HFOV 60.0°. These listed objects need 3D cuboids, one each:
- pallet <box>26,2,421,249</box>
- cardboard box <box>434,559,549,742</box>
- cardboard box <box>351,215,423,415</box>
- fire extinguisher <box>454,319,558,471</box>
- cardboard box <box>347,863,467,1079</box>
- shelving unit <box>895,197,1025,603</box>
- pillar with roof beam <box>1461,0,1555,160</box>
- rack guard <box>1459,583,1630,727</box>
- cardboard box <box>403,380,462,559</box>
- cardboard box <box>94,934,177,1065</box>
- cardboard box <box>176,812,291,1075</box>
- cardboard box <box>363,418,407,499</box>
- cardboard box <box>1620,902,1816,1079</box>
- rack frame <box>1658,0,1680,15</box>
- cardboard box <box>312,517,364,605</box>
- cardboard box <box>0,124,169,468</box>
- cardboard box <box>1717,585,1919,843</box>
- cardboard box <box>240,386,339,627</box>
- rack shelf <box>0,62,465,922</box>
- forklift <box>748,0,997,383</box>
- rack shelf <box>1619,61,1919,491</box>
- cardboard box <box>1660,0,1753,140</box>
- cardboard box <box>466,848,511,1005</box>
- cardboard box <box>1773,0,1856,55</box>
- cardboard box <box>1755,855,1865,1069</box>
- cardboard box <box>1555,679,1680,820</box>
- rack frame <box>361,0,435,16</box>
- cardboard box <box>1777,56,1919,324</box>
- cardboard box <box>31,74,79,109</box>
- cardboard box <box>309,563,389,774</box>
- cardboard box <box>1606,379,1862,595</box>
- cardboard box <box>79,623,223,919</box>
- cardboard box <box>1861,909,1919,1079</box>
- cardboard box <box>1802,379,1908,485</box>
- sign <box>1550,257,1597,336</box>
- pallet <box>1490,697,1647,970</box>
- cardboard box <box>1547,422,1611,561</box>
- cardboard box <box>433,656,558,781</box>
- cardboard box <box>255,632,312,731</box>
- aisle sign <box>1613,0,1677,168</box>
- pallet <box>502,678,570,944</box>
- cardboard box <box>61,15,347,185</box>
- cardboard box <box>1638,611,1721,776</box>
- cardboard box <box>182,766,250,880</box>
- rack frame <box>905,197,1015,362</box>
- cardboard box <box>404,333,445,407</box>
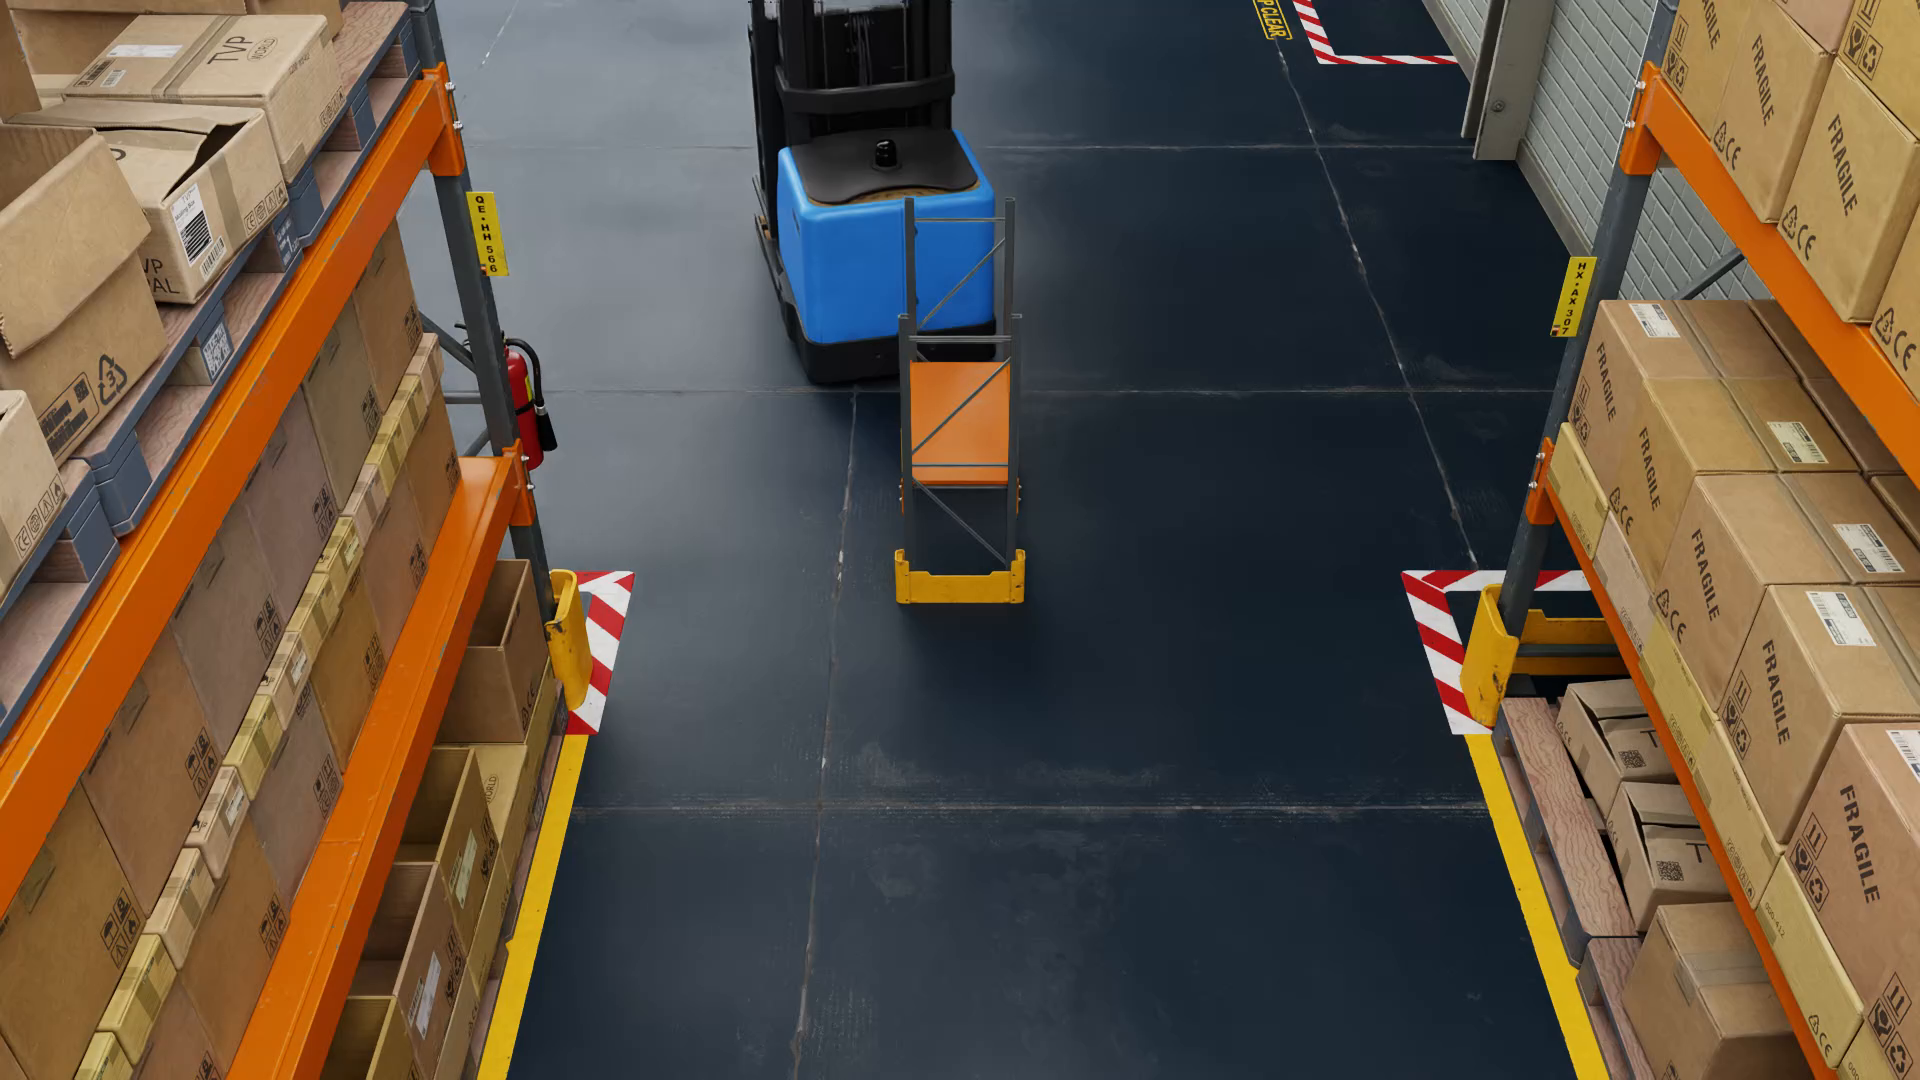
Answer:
[{"bbox_3d":[-2.221,-1.226,4.798,1.003,0.211,1.213,0,39,0],"label":"pallet"},{"bbox_3d":[-1.898,0.420,6.336,0.500,0.500,0.500,0,39,0],"label":"cardboard box"},{"bbox_3d":[-2.208,-0.752,5.418,0.700,0.500,0.500,0,39,0],"label":"cardboard box"},{"bbox_3d":[-1.732,-0.576,6.377,0.296,0.674,0.183,0,39,0],"label":"fire extinguisher"},{"bbox_3d":[-1.883,1.358,5.166,0.500,0.500,0.500,0,39,0],"label":"cardboard box"},{"bbox_3d":[0.000,-0.633,7.586,0.587,1.500,1.083,0,39,0],"label":"shelving unit"},{"bbox_3d":[-0.689,-6.191,8.524,9.100,9.000,0.400,0,39,0],"label":"pillar with roof beam"},{"bbox_3d":[2.757,0.485,6.990,1.175,0.500,0.348,0,39,0],"label":"rack guard"},{"bbox_3d":[-2.209,-0.279,5.865,0.700,0.500,0.500,0,39,0],"label":"cardboard box"},{"bbox_3d":[-2.002,1.027,3.717,0.380,0.149,0.250,0,39,0],"label":"cardboard box"},{"bbox_3d":[-2.202,1.010,4.257,0.700,0.500,0.500,1,39,1],"label":"cardboard box"},{"bbox_3d":[-2.003,-0.261,5.324,0.380,0.149,0.250,-1,39,-1],"label":"cardboard box"},{"bbox_3d":[2.620,1.514,5.354,0.700,0.500,0.500,-2,39,-3],"label":"cardboard box"},{"bbox_3d":[2.757,-2.879,4.392,1.000,3.000,0.127,0,39,0],"label":"rack frame"},{"bbox_3d":[-2.004,0.060,4.923,0.380,0.149,0.250,1,39,1],"label":"cardboard box"},{"bbox_3d":[-2.067,-0.490,3.279,0.797,0.503,0.637,4,39,5],"label":"cardboard box"},{"bbox_3d":[2.455,0.474,4.509,0.500,0.500,0.500,1,39,1],"label":"cardboard box"},{"bbox_3d":[-2.201,-0.108,4.614,0.700,0.500,0.500,0,39,0],"label":"cardboard box"},{"bbox_3d":[-2.194,-0.171,3.987,1.077,0.370,4.000,0,39,0],"label":"rack shelf"},{"bbox_3d":[-0.645,-2.915,9.290,1.130,2.935,3.031,-9,39,-11],"label":"forklift"},{"bbox_3d":[2.760,-0.177,3.994,1.077,0.370,4.000,0,39,0],"label":"rack shelf"},{"bbox_3d":[2.508,-1.546,5.031,0.500,0.500,0.500,1,39,1],"label":"cardboard box"},{"bbox_3d":[-1.885,1.338,5.790,0.500,0.250,0.500,0,39,0],"label":"cardboard box"},{"bbox_3d":[2.465,-1.590,4.287,0.500,0.500,0.500,0,39,-1],"label":"cardboard box"},{"bbox_3d":[2.450,1.092,4.338,0.500,0.250,0.500,0,39,0],"label":"cardboard box"},{"bbox_3d":[2.668,0.773,6.431,0.500,0.311,0.500,-4,39,-5],"label":"cardboard box"},{"bbox_3d":[-2.196,-2.873,4.384,1.000,3.000,0.127,0,39,0],"label":"rack frame"},{"bbox_3d":[2.477,-0.885,4.207,0.500,0.500,0.500,2,39,2],"label":"cardboard box"},{"bbox_3d":[-2.371,-1.087,4.308,0.380,0.149,0.250,0,39,0],"label":"cardboard box"},{"bbox_3d":[-2.208,0.360,5.067,0.700,0.500,0.500,0,39,0],"label":"cardboard box"},{"bbox_3d":[2.448,-0.172,5.315,0.500,0.500,0.500,0,39,0],"label":"cardboard box"},{"bbox_3d":[-2.200,0.518,3.833,0.700,0.500,0.500,0,39,0],"label":"cardboard box"},{"bbox_3d":[2.446,1.114,3.711,0.500,0.500,0.500,0,39,0],"label":"cardboard box"},{"bbox_3d":[2.961,-0.170,5.313,0.500,0.500,0.500,0,39,1],"label":"cardboard box"},{"bbox_3d":[2.215,-0.875,5.996,0.100,0.325,0.005,0,39,0],"label":"sign"},{"bbox_3d":[2.723,1.106,6.446,1.003,0.211,1.213,0,39,0],"label":"pallet"},{"bbox_3d":[2.440,-0.181,5.927,0.500,0.250,0.500,-1,39,-1],"label":"cardboard box"},{"bbox_3d":[-1.900,0.713,6.571,0.500,0.250,0.500,0,39,0],"label":"cardboard box"},{"bbox_3d":[-2.001,0.385,4.518,0.380,0.149,0.250,-1,39,-1],"label":"cardboard box"},{"bbox_3d":[2.457,-1.597,5.511,0.394,0.787,0.004,0,39,0],"label":"aisle sign"},{"bbox_3d":[-2.154,1.035,6.536,1.003,0.211,1.213,0,39,0],"label":"pallet"},{"bbox_3d":[-1.931,-1.142,4.296,0.500,0.250,0.500,0,39,0],"label":"cardboard box"},{"bbox_3d":[2.450,0.462,5.125,0.500,0.250,0.500,-1,39,-1],"label":"cardboard box"},{"bbox_3d":[-2.004,0.704,4.120,0.380,0.149,0.250,-1,39,-1],"label":"cardboard box"},{"bbox_3d":[-0.001,-0.956,7.990,0.500,1.500,0.032,0,39,0],"label":"rack frame"},{"bbox_3d":[-2.005,-0.585,5.728,0.380,0.149,0.250,-1,39,-1],"label":"cardboard box"}]
